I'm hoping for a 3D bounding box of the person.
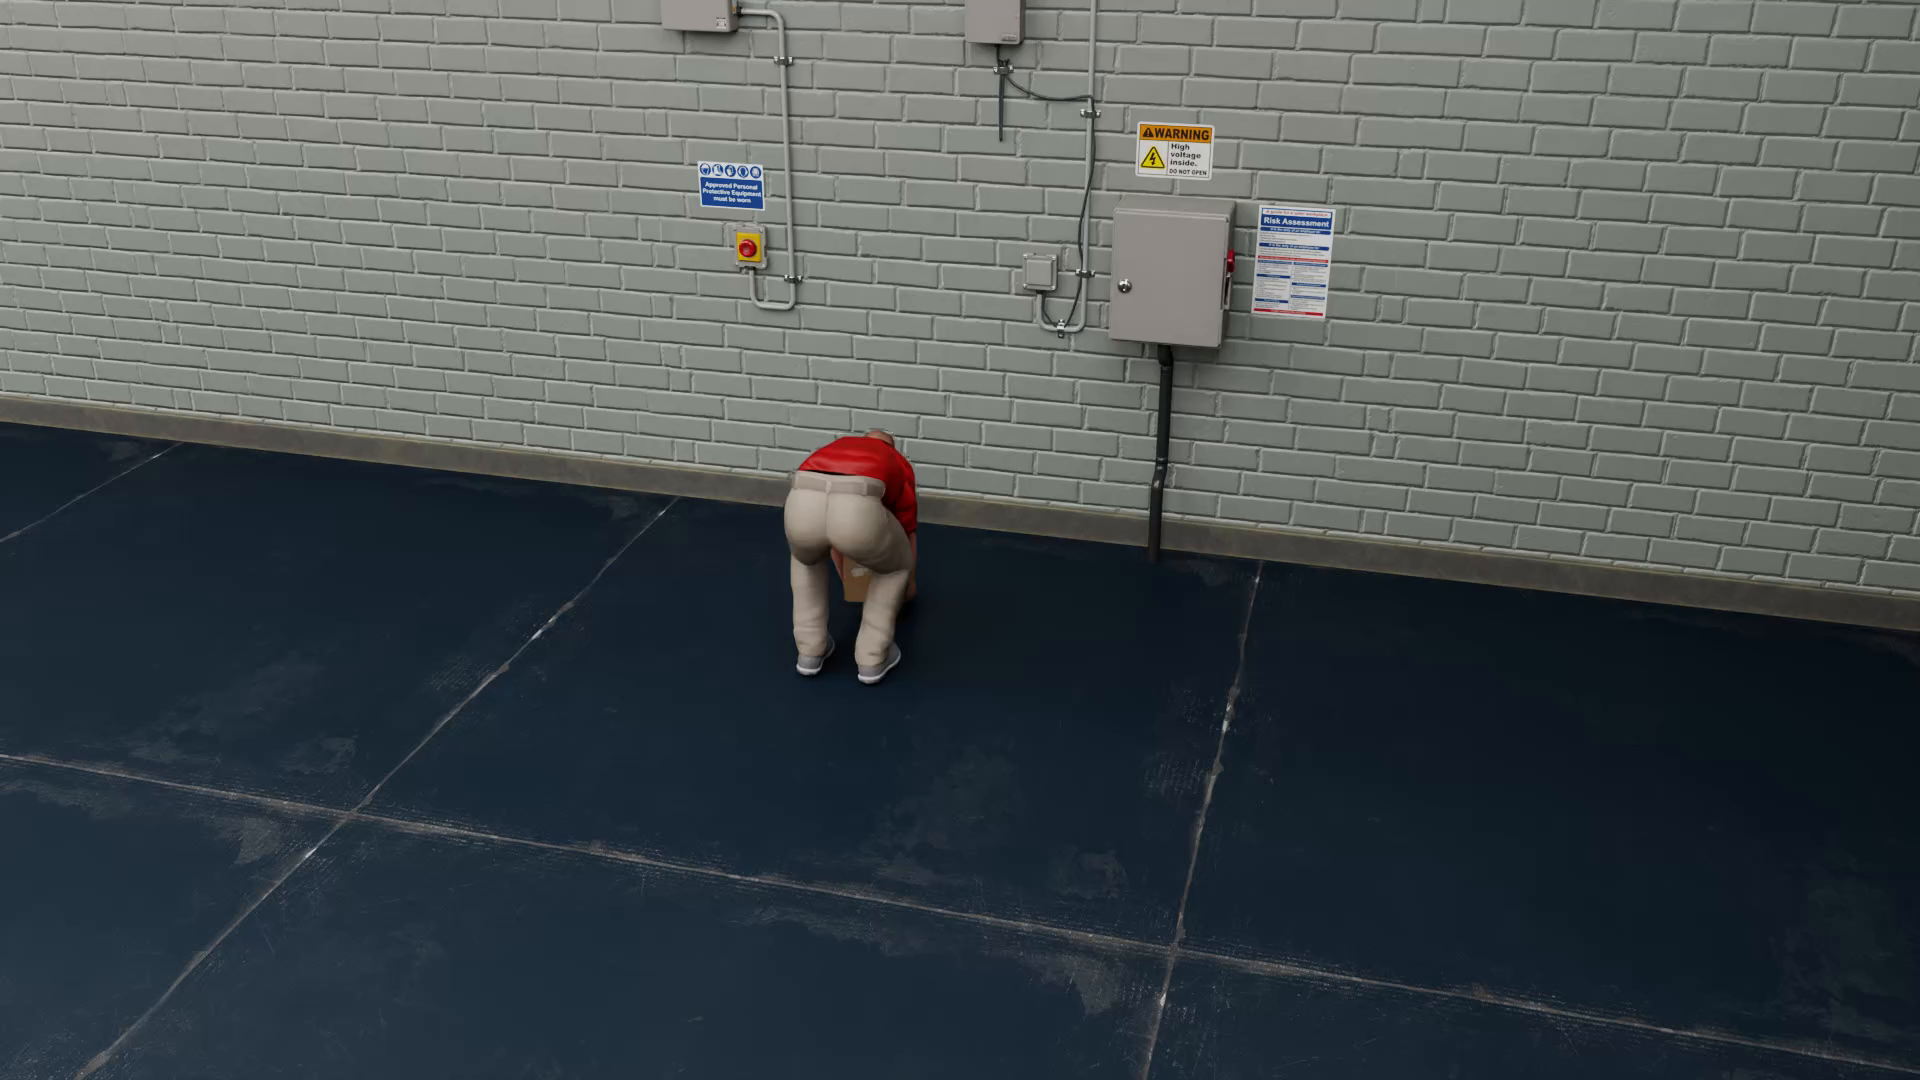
[{"bbox_3d":[-0.436,0.021,7.004,0.528,0.947,0.958,5,26,11],"label":"person"}]
